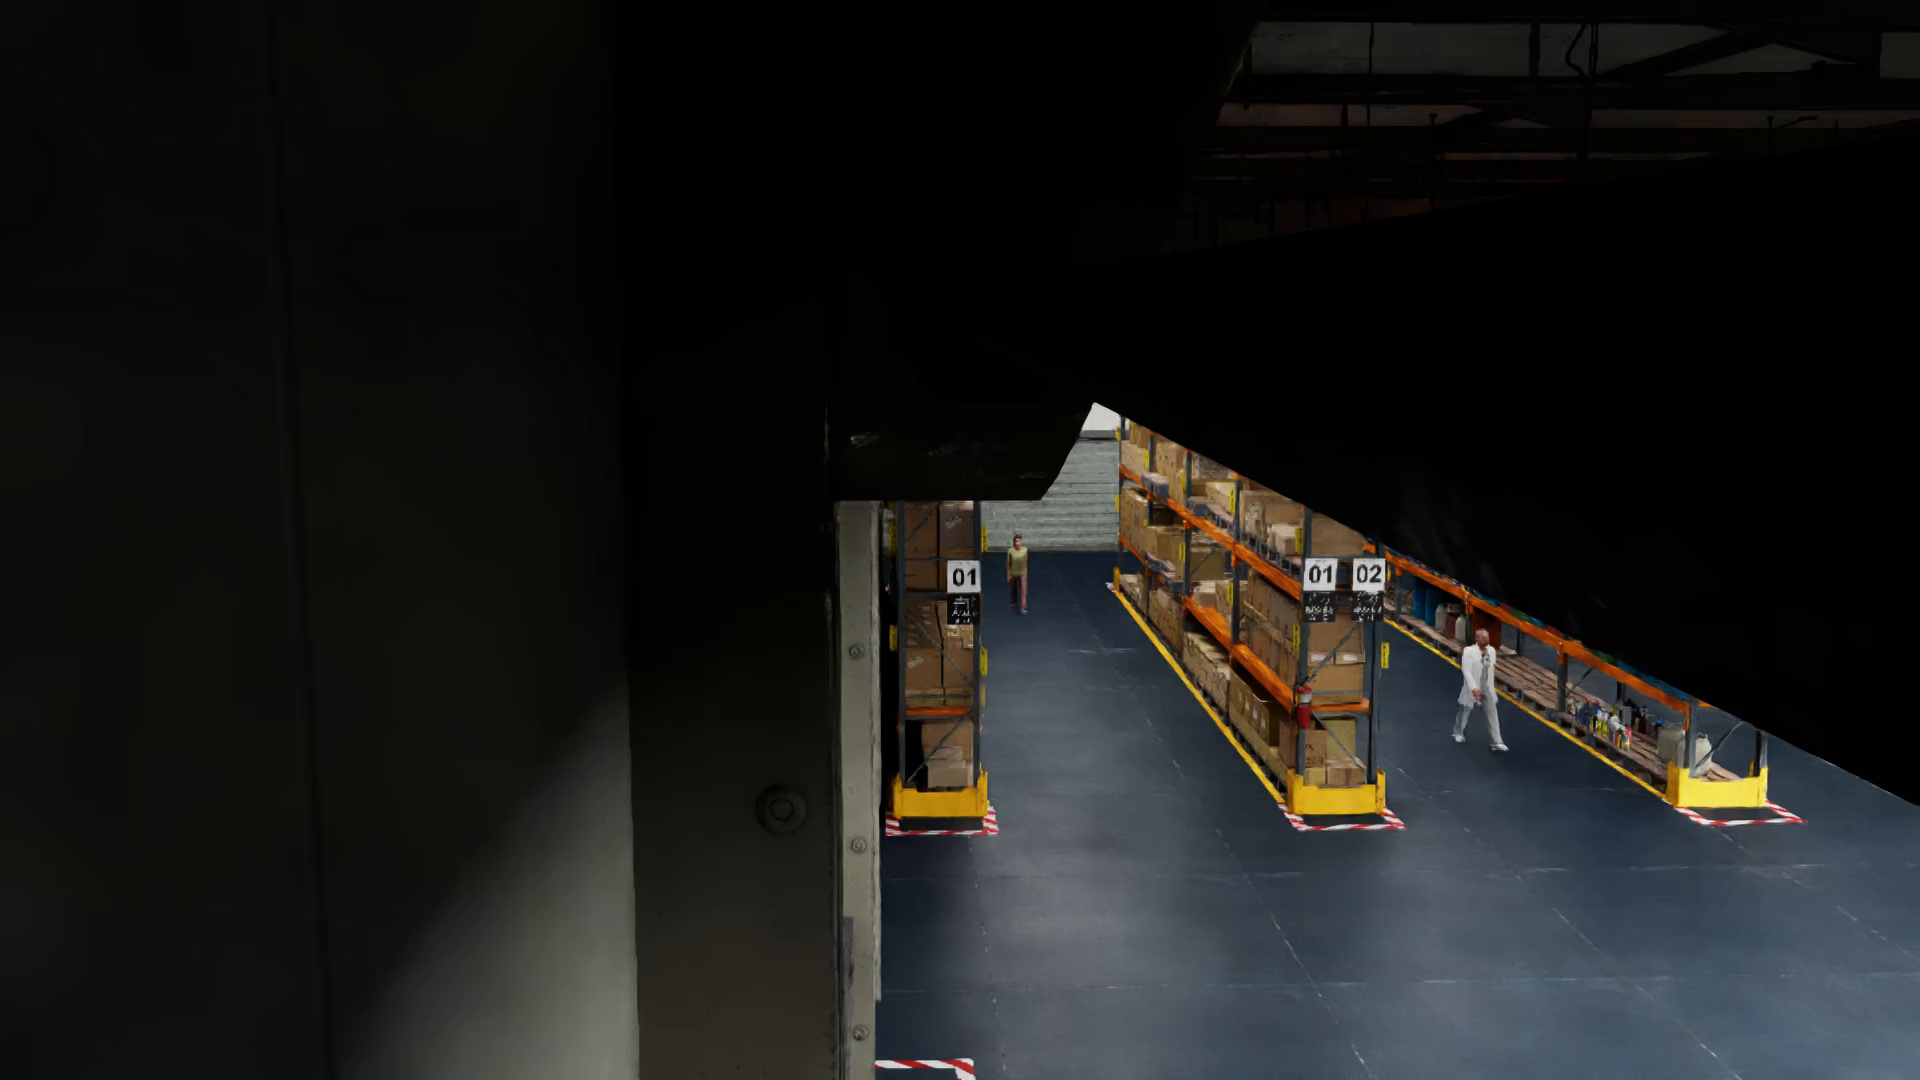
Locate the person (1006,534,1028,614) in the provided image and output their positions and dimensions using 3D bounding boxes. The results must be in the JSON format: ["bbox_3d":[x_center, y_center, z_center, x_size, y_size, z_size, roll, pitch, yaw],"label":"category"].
[{"bbox_3d":[1.162,0.664,33.842,0.448,1.590,1.110,0,8,0],"label":"person"}]

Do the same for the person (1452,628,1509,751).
[{"bbox_3d":[7.344,2.091,23.524,0.580,1.715,1.102,-2,8,-10],"label":"person"}]
